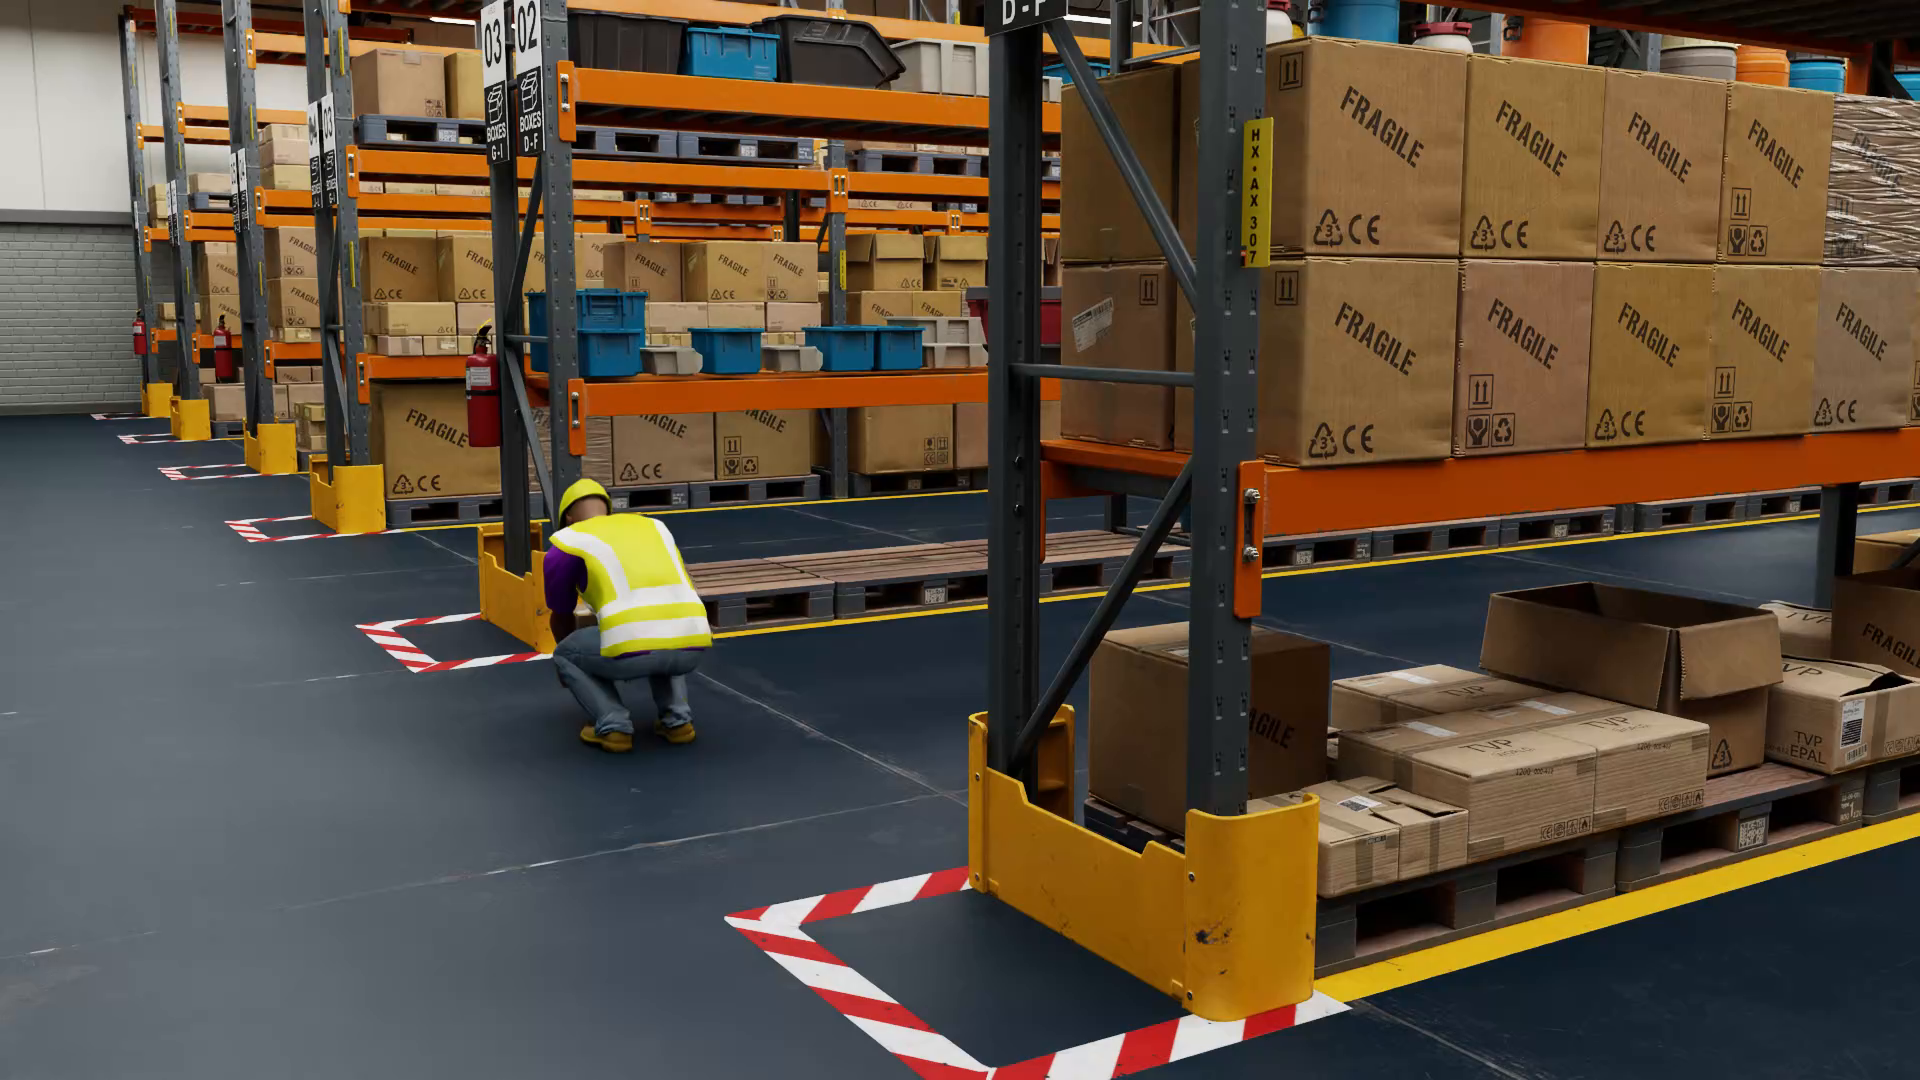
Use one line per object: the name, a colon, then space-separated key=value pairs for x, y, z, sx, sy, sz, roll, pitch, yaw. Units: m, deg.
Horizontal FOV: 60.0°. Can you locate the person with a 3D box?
person: x=4.659 y=-0.385 z=11.208 sx=15.740 sy=1.000 sz=2.546 roll=-5 pitch=10 yaw=-32
